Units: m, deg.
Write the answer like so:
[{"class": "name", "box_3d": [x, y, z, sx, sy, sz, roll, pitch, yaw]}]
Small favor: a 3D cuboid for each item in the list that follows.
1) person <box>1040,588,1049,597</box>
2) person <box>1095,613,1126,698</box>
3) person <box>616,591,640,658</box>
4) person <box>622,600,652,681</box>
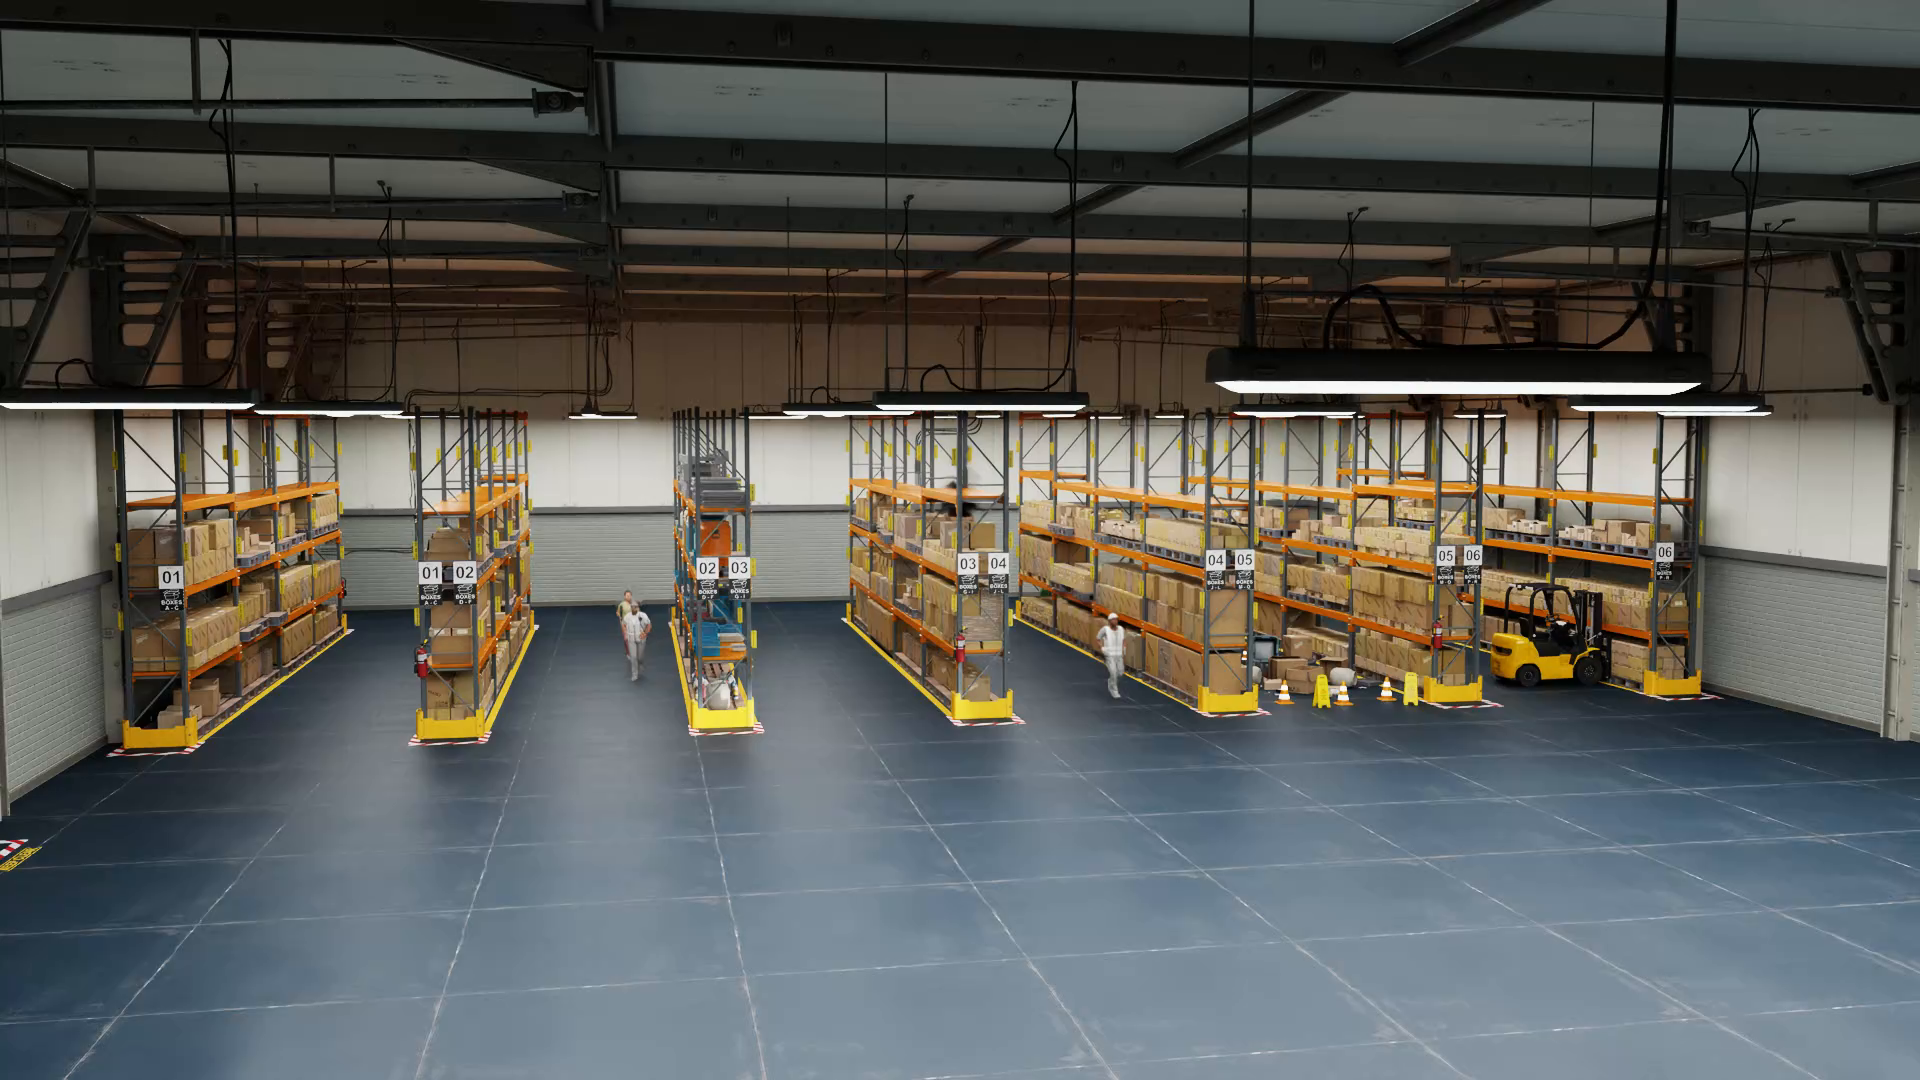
[{"class": "person", "box_3d": [2.719, 1.294, 50.135, 0.617, 1.741, 0.689, -1, 4, -8]}, {"class": "person", "box_3d": [3.152, 2.385, 34.540, 0.691, 1.749, 0.684, -2, 4, -21]}, {"class": "person", "box_3d": [-8.057, 2.038, 40.403, 0.577, 1.620, 0.566, -1, 4, -11]}, {"class": "person", "box_3d": [-7.197, 2.211, 37.021, 0.657, 1.779, 0.751, 0, 4, -4]}]
